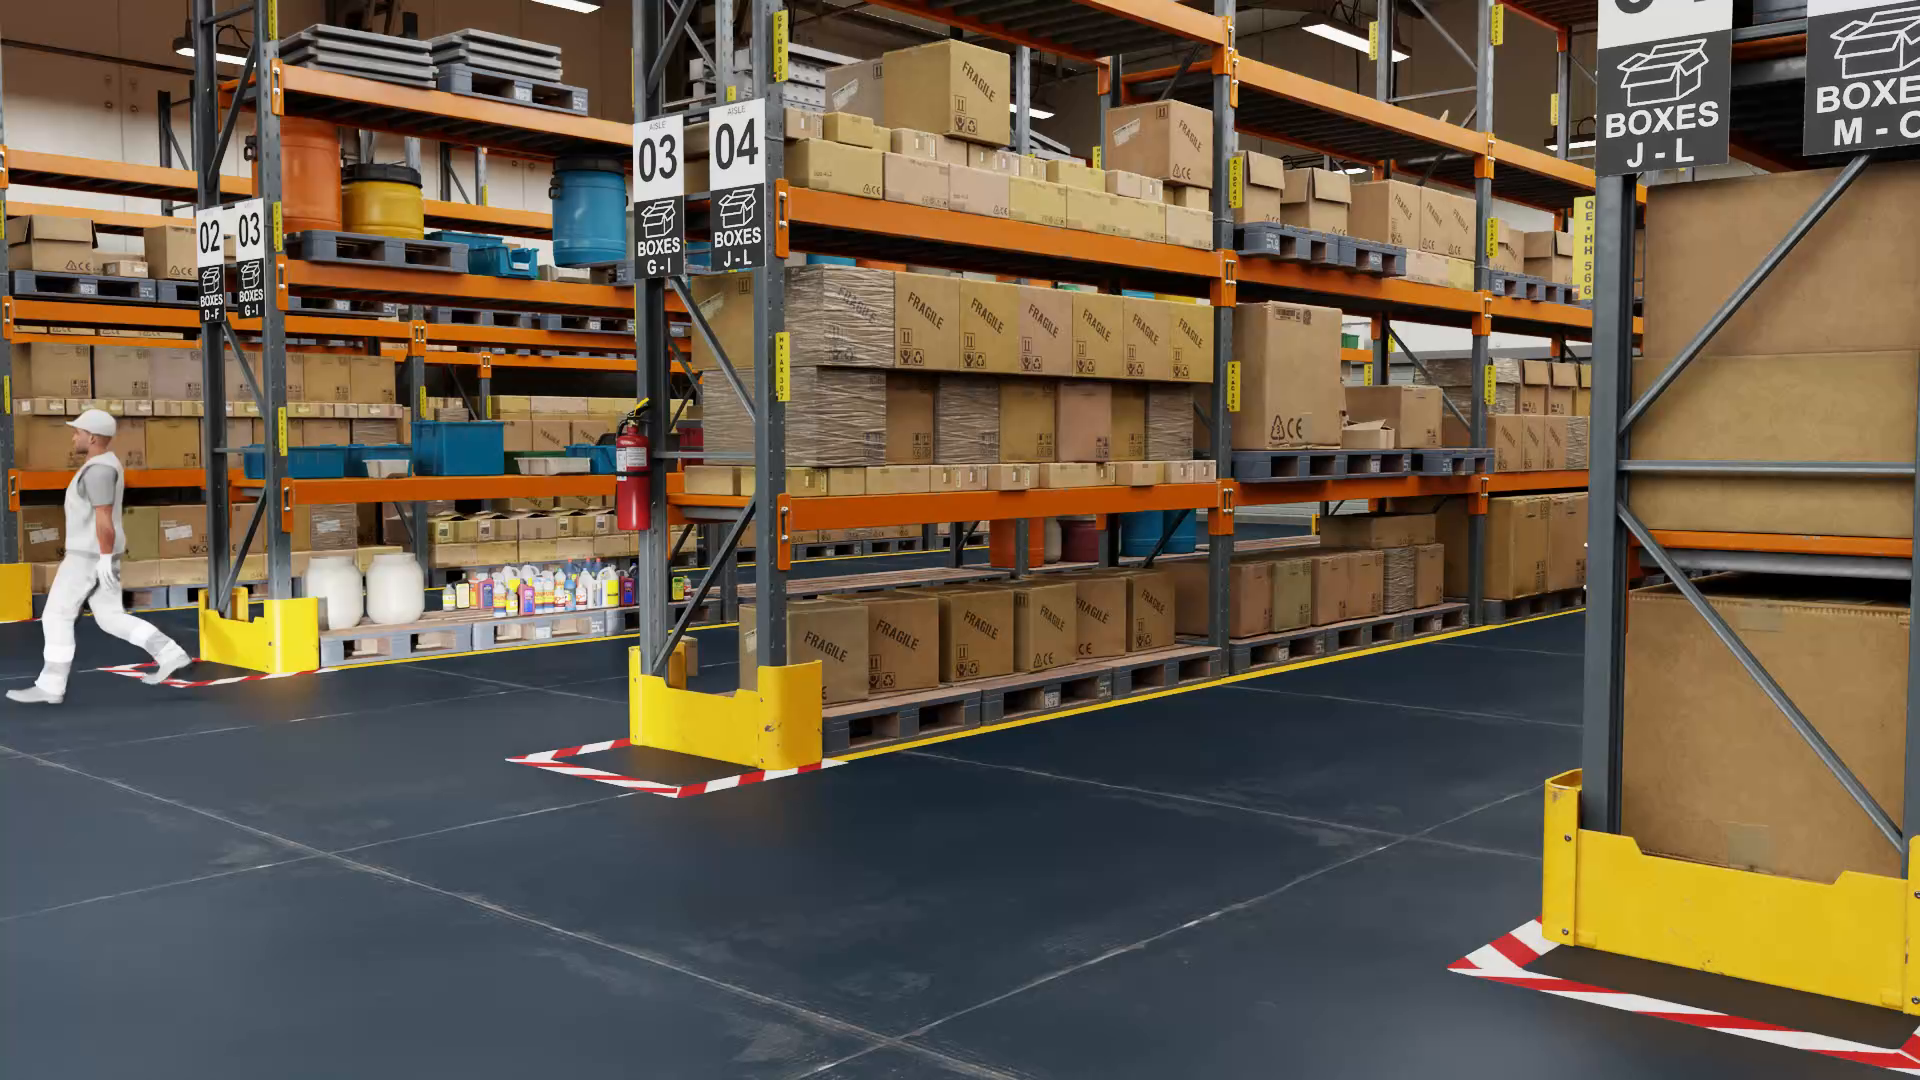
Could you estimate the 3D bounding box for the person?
[{"bbox_3d":[-5.203,0.088,10.047,0.996,1.755,0.565,-1,4,-18],"label":"person"}]
